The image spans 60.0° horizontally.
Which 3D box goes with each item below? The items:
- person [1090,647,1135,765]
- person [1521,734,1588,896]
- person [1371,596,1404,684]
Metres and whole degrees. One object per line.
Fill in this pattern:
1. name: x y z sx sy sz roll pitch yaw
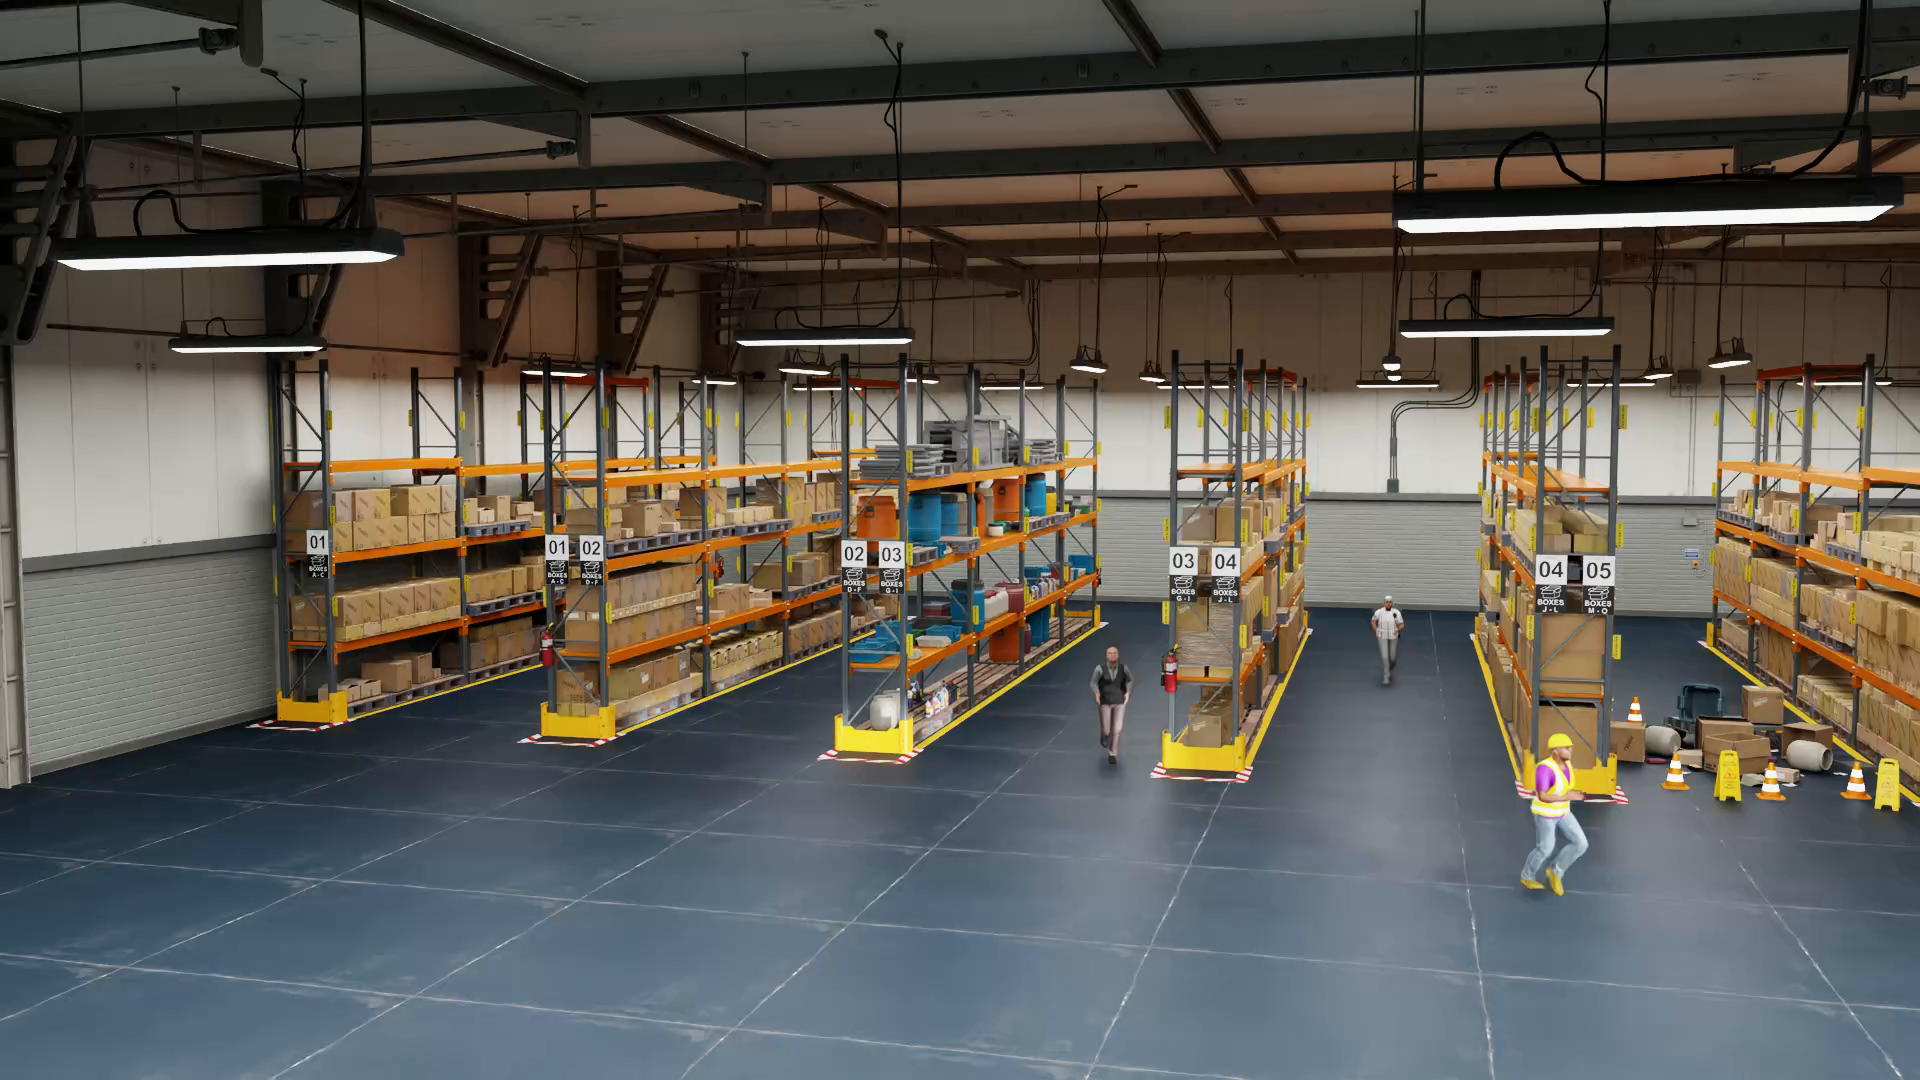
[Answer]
1. person: 2.244 2.416 24.502 0.665 1.700 0.699 0 4 0
2. person: 6.229 2.867 17.406 0.736 1.727 0.789 -3 5 -37
3. person: 8.185 1.900 31.853 0.613 1.649 0.726 1 4 10
